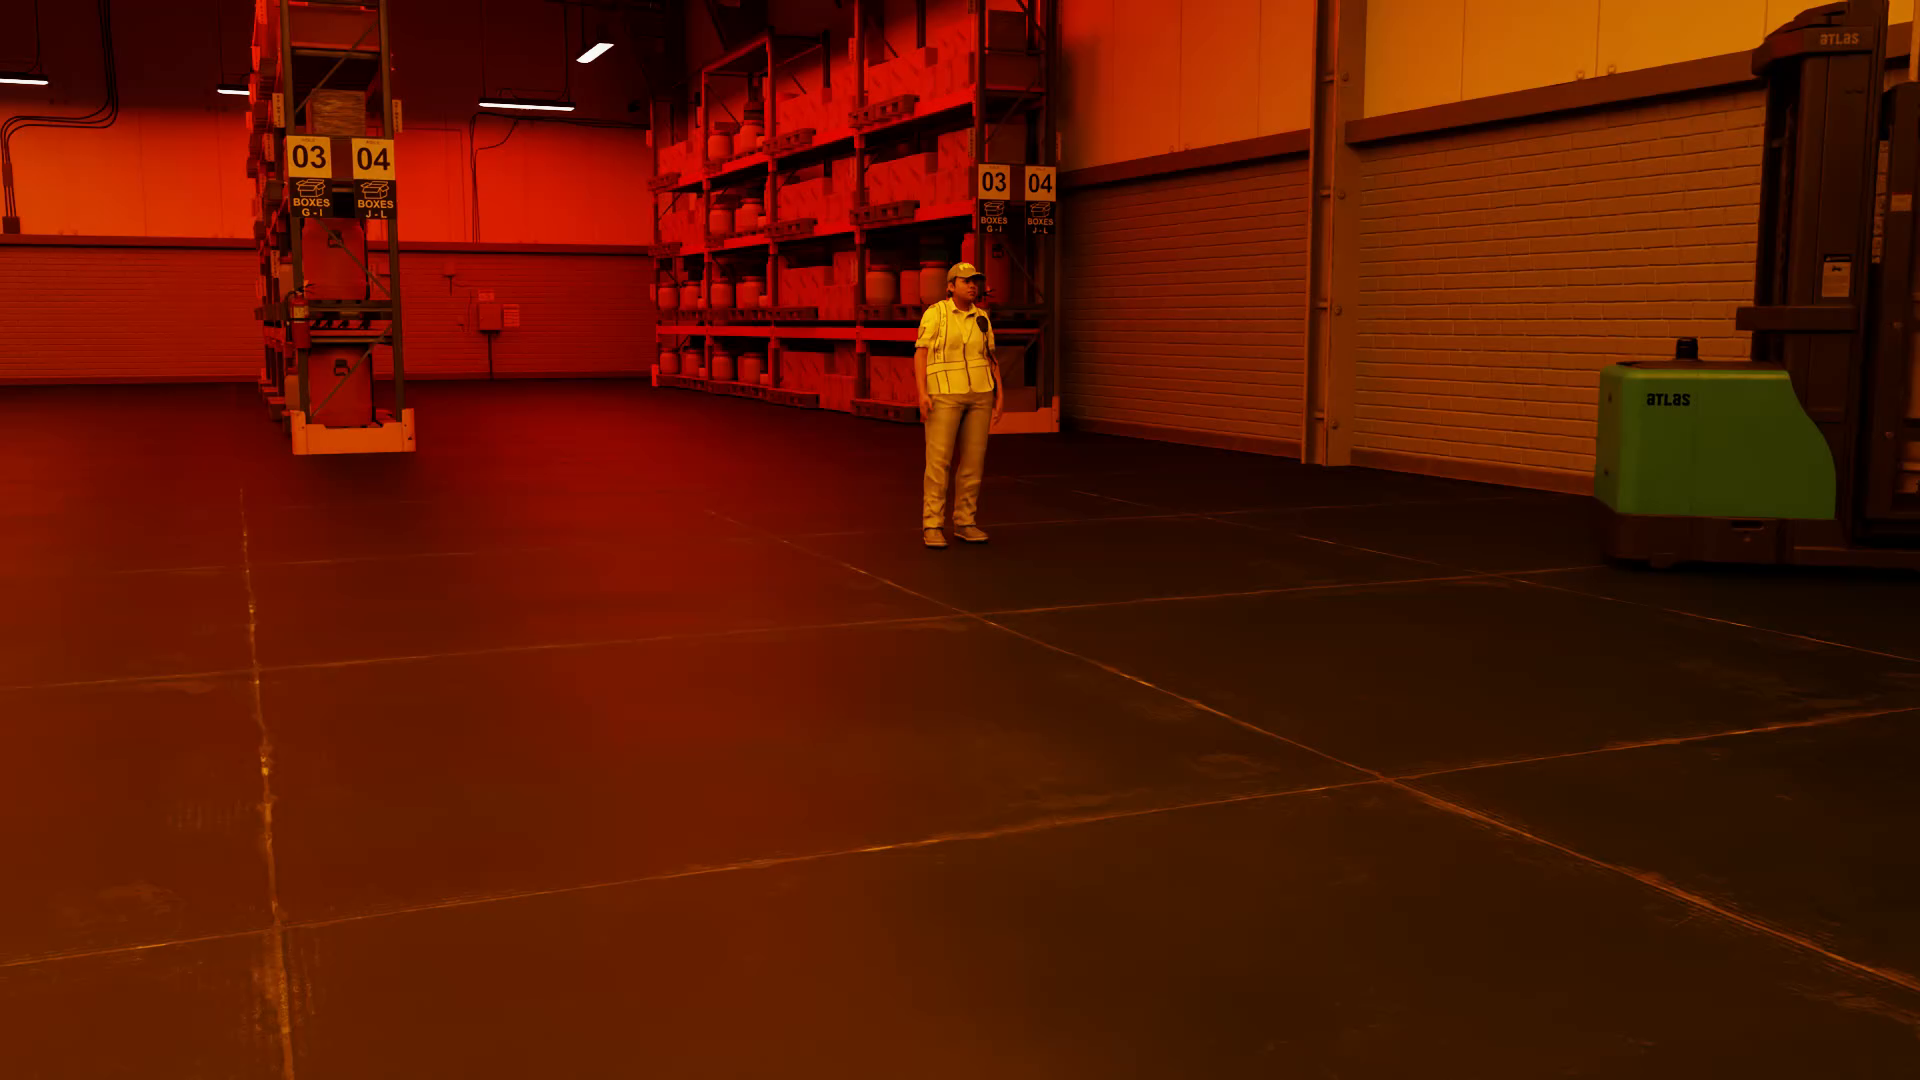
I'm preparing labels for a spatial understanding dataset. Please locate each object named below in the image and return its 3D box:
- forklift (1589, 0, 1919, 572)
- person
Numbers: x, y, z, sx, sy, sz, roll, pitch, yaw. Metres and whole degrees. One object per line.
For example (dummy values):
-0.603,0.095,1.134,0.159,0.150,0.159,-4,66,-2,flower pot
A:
5.067,-1.302,8.814,3.031,2.935,1.130,2,8,13,forklift
0.010,-0.823,9.964,0.598,1.670,0.527,-3,8,-23,person
